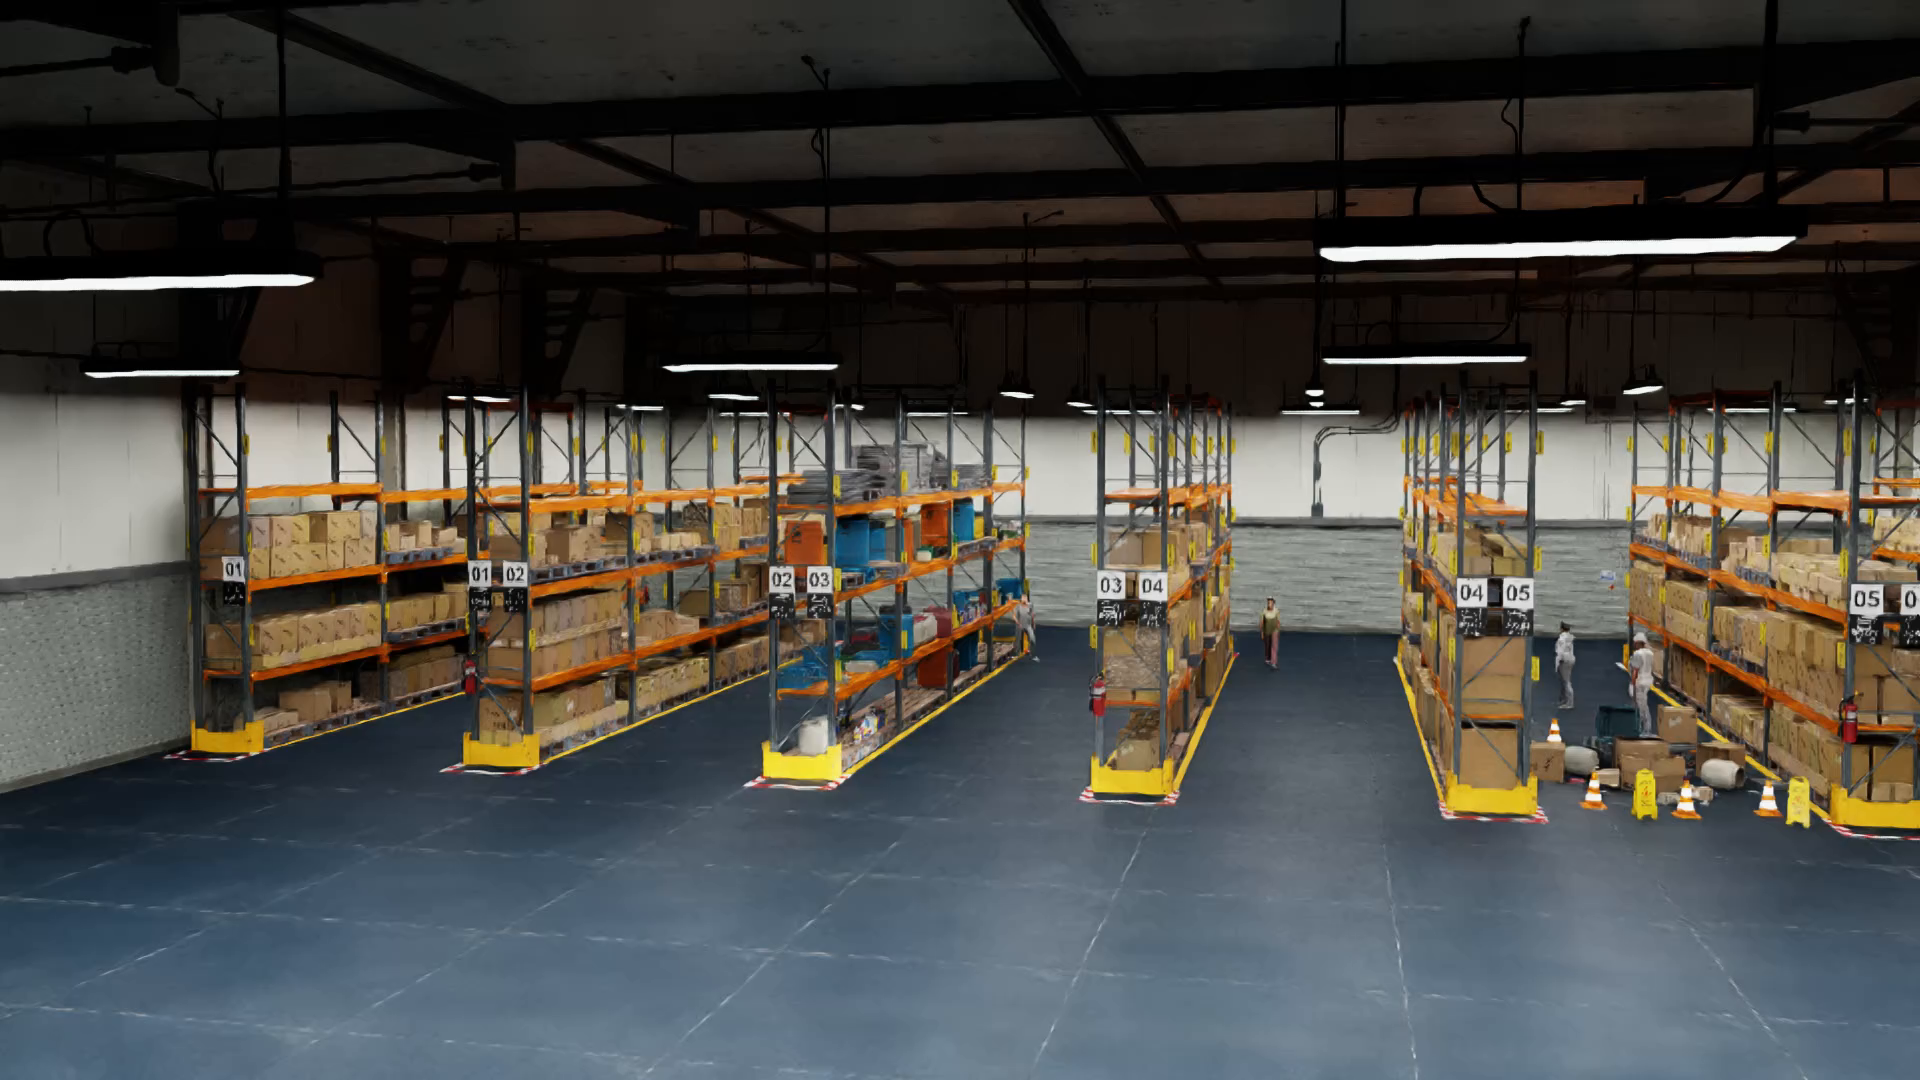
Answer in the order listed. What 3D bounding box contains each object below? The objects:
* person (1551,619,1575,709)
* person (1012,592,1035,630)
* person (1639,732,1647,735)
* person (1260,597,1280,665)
[{"bbox_3d":[11.498,2.347,31.655,0.520,1.672,0.560,3,4,42],"label":"person"},{"bbox_3d":[1.477,1.653,38.308,0.555,0.908,0.536,0,3,-6],"label":"person"},{"bbox_3d":[11.548,3.268,28.446,0.572,0.184,0.493,3,4,39],"label":"person"},{"bbox_3d":[6.967,2.027,37.386,0.448,1.538,0.965,1,3,14],"label":"person"}]
